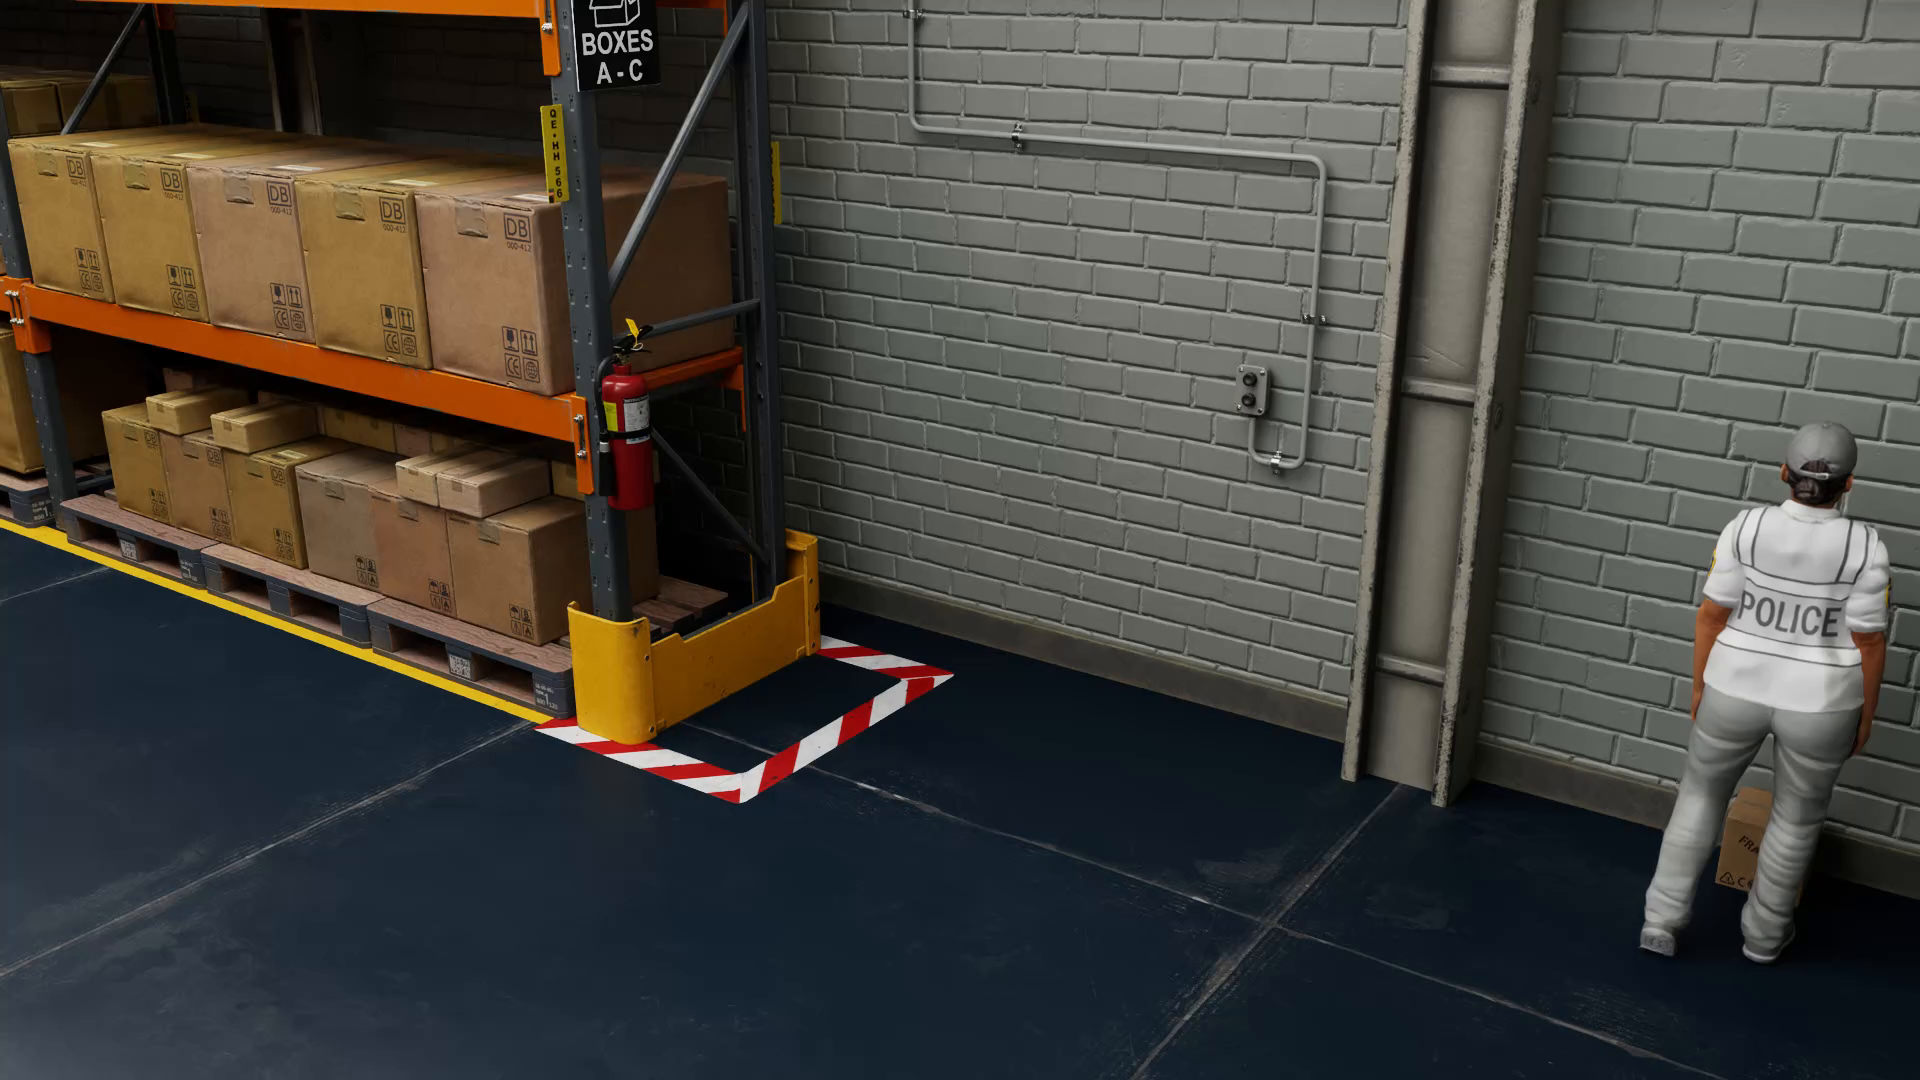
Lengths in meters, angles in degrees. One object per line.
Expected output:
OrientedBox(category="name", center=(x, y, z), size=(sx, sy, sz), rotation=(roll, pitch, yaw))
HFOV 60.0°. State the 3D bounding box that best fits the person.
OrientedBox(category="person", center=(2.358, 0.495, 4.803), size=(0.492, 1.733, 0.474), rotation=(13, 24, 32))
